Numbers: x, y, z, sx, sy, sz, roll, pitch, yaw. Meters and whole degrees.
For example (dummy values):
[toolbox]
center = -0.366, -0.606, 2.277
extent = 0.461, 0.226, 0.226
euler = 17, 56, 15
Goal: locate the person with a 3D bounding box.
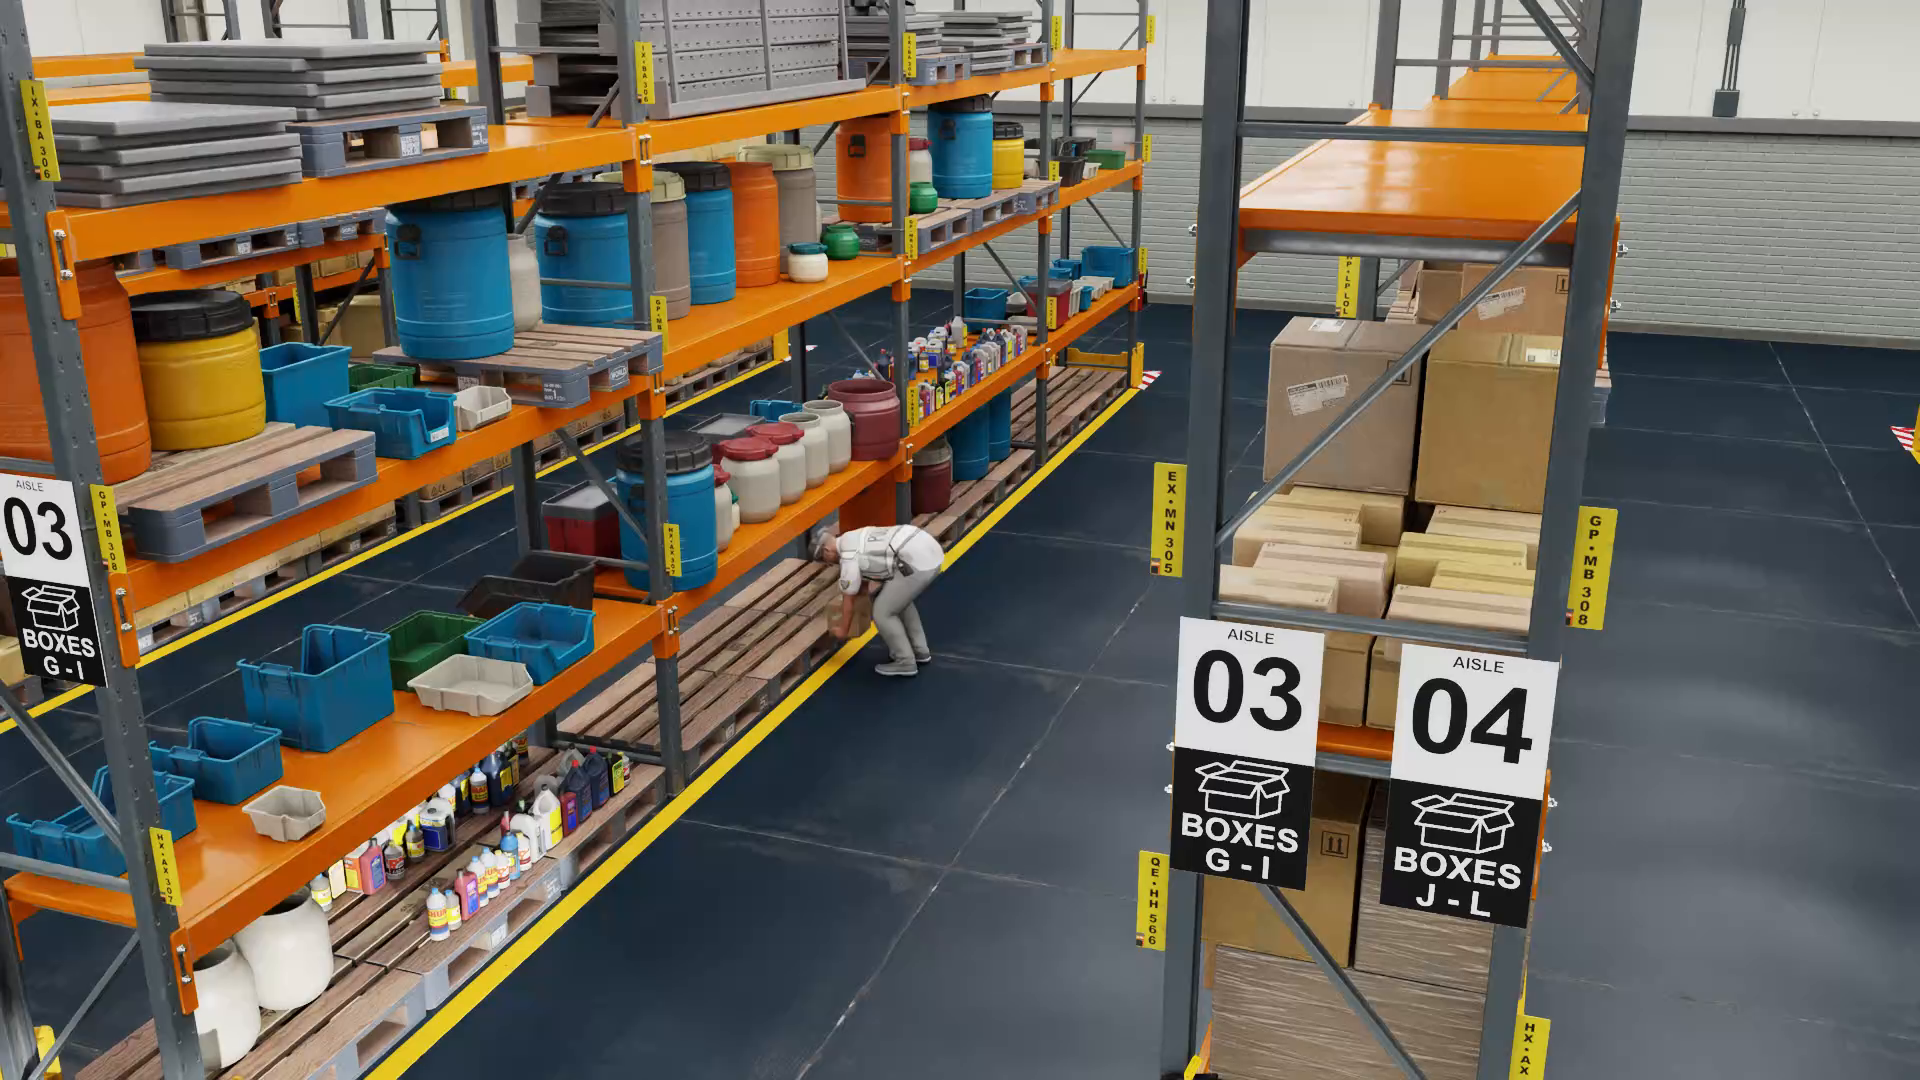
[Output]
[person]
center = -0.636, 0.412, 12.363
extent = 1.045, 1.091, 0.496
euler = 6, 19, 16
